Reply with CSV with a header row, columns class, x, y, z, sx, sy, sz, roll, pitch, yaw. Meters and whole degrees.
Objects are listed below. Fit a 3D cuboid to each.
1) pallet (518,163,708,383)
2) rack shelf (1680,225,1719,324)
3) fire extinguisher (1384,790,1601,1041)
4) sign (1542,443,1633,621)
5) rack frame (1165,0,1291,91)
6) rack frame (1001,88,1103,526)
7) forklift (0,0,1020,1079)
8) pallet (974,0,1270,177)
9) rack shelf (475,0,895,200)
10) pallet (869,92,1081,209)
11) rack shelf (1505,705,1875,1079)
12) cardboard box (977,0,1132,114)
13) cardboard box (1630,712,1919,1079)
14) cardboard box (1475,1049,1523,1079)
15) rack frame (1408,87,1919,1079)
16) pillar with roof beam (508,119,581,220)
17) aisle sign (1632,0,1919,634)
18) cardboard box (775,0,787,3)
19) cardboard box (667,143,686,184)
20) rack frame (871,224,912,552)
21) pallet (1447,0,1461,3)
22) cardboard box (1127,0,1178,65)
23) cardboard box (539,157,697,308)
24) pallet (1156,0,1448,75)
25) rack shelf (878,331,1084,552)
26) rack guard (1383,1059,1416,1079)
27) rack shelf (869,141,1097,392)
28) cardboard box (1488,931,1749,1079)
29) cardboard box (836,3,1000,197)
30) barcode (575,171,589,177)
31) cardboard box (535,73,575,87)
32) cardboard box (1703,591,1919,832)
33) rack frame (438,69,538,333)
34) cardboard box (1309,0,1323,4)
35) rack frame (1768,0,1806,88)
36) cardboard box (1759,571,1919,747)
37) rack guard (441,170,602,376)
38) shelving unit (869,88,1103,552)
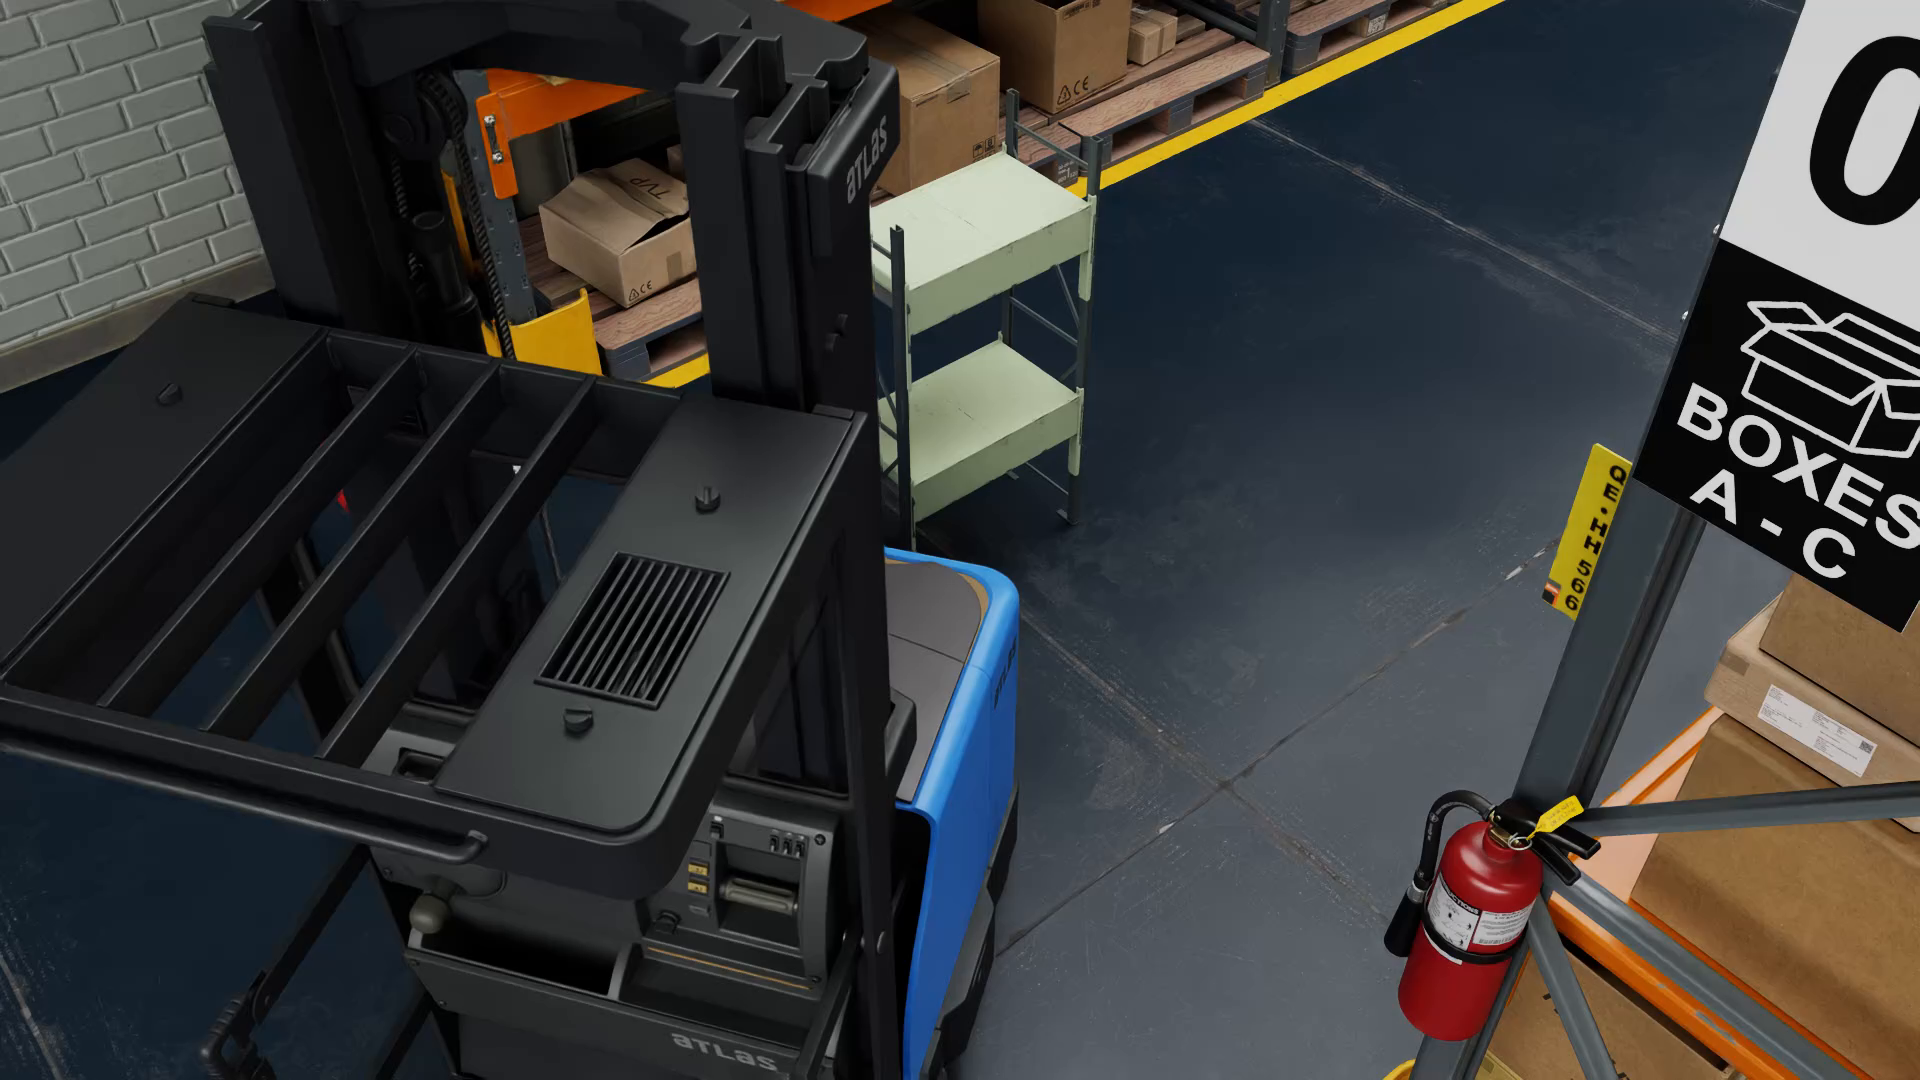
class,x,y,z,sx,sy,sz,roll,pitch,yaw
pallet,-1.170,-1.154,6.825,1.213,0.211,1.003,-30,51,-28
rack shelf,2.841,-0.909,2.861,4.000,0.370,1.077,-30,51,-28
fire extinguisher,0.918,0.637,2.937,0.183,0.674,0.296,-30,51,-28
sign,0.969,0.001,2.539,0.005,0.325,0.100,-30,51,-28
rack frame,1.194,-3.556,7.345,0.127,3.000,1.000,-30,51,-28
rack frame,0.276,-0.705,5.405,0.023,1.500,0.400,-30,51,-28
forklift,-0.730,0.674,2.892,1.130,2.935,3.031,11,44,11
pallet,0.702,-2.226,7.966,1.213,0.211,1.003,-30,51,-28
rack shelf,-0.340,-2.415,6.656,4.000,0.370,1.077,-30,51,-28
pallet,-0.235,-1.687,7.392,1.213,0.211,1.003,-30,51,-28
rack shelf,2.841,0.184,3.888,4.000,0.370,1.077,-30,51,-28
cardboard box,0.424,-2.328,7.542,0.500,0.500,0.500,-34,53,-31
cardboard box,1.673,0.566,2.883,0.500,0.500,0.700,-30,51,-28
cardboard box,1.529,1.259,3.920,0.500,0.250,0.500,-30,51,-28
rack frame,1.307,0.801,2.706,0.127,3.000,1.000,-30,51,-28
pillar with roof beam,0.870,-2.487,1.825,0.400,9.000,9.100,-30,51,-28
aisle sign,1.068,-0.272,1.950,0.004,0.787,0.394,-30,51,-28
cardboard box,-0.907,-2.035,5.820,0.500,0.250,0.500,-31,52,-29
cardboard box,-0.848,-1.486,6.784,0.500,0.311,0.500,-26,49,-25
rack frame,-0.286,-0.383,5.062,0.023,1.500,0.400,-30,51,-28
pallet,2.727,-3.421,9.238,1.213,0.211,1.003,-30,51,-28
cardboard box,0.803,-2.433,7.897,0.380,0.166,0.250,32,52,30
cardboard box,-1.286,-1.236,6.517,0.500,0.311,0.500,33,52,30
pallet,1.790,-2.882,8.665,1.213,0.211,1.003,-30,51,-28
rack shelf,-0.005,-0.306,5.457,0.720,0.370,0.431,-30,51,-28
rack guard,1.289,1.722,3.551,0.348,0.500,1.175,-30,51,-28
rack shelf,-0.005,-0.828,4.966,0.720,0.370,0.431,-30,51,-28
cardboard box,1.527,0.985,3.664,0.500,0.500,0.500,-30,51,-28
cardboard box,-0.254,-1.851,7.034,0.500,0.500,0.700,-33,52,-30
barcode,-1.528,-1.457,6.746,0.075,0.075,0.001,-30,51,-28
cardboard box,-1.296,-1.799,5.569,0.500,0.250,0.500,-31,51,-29
cardboard box,1.478,0.260,2.735,0.250,0.149,0.380,-31,51,-28
rack frame,-1.874,-1.799,5.474,0.127,3.000,1.000,-30,51,-28
cardboard box,1.748,-3.137,8.404,0.500,0.500,0.700,-28,50,-27
rack frame,1.307,-1.386,0.653,0.127,3.000,1.000,-30,51,-28
cardboard box,1.714,0.070,2.464,0.500,0.500,0.700,-30,51,-28
rack guard,-1.816,-0.921,6.366,0.348,0.500,1.175,-30,51,-28
shelving unit,-0.005,-0.544,5.233,0.755,1.500,0.431,-30,51,-28
